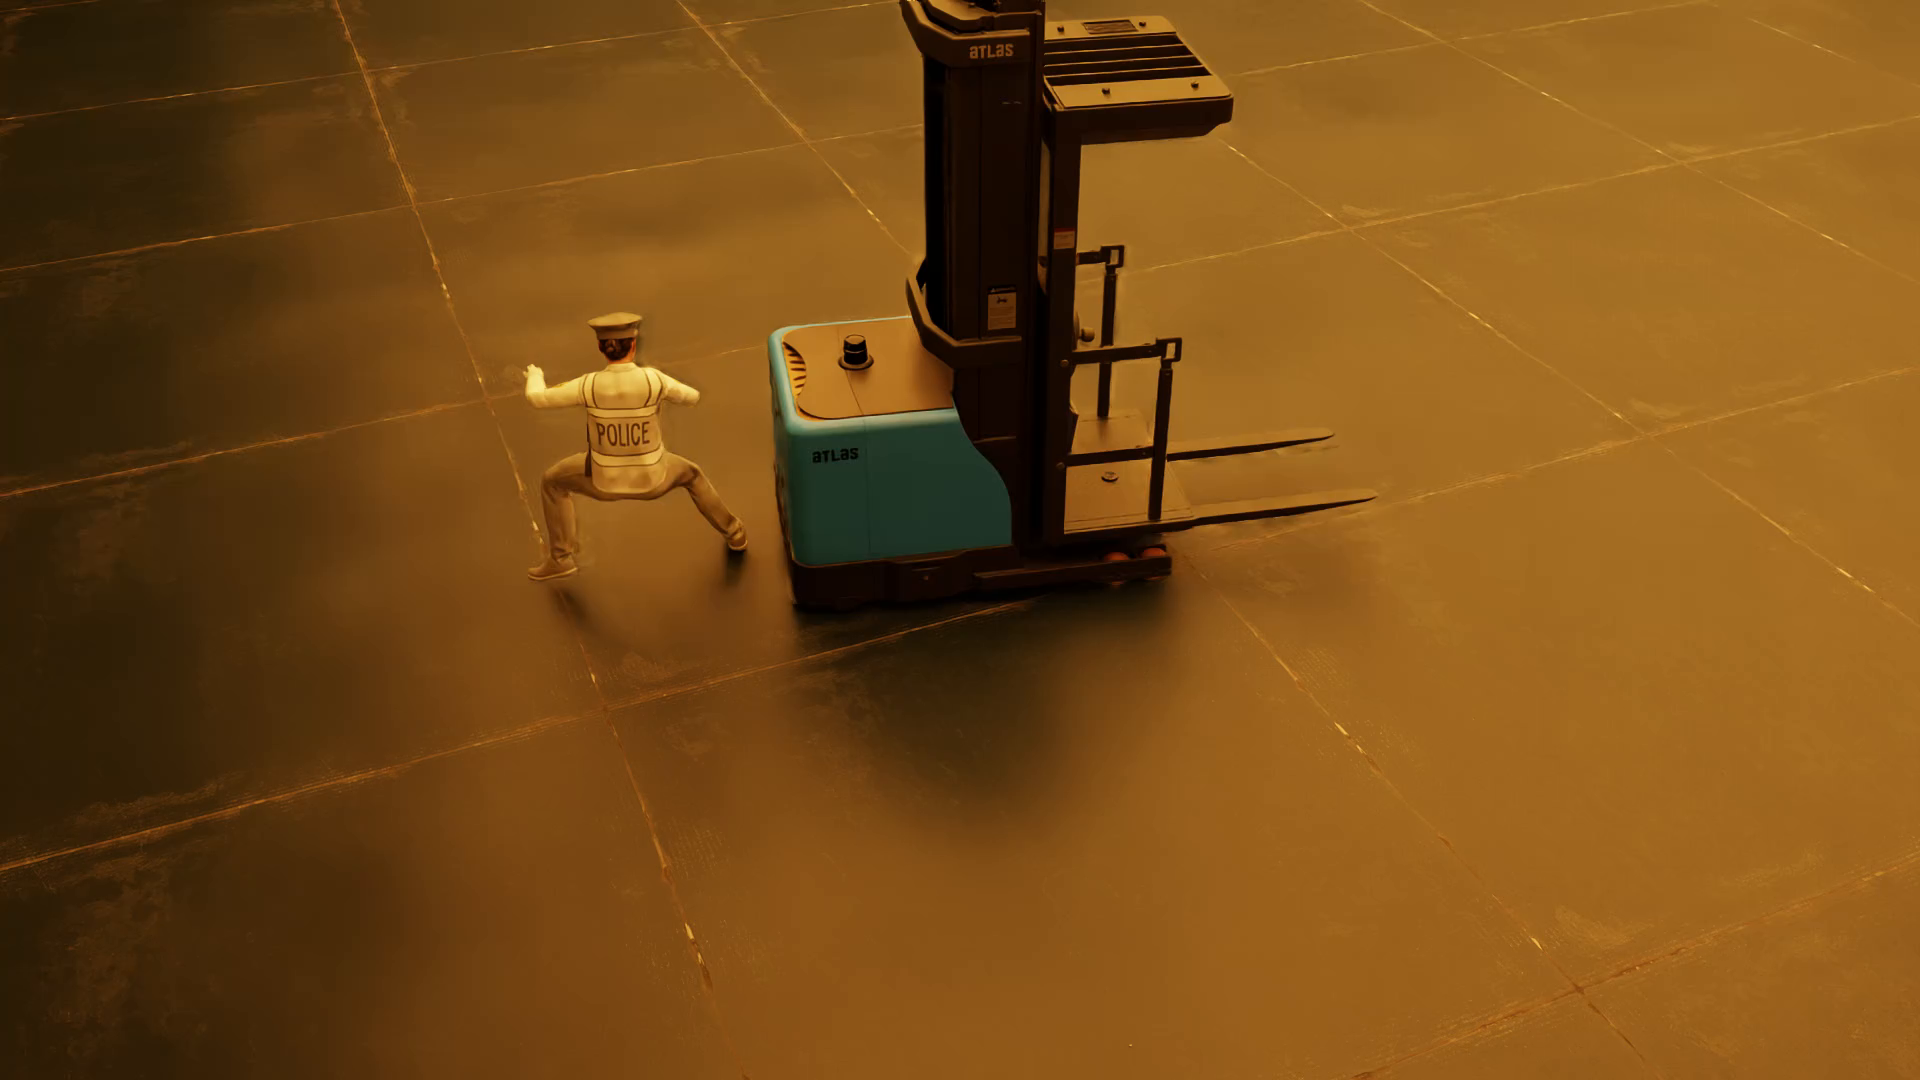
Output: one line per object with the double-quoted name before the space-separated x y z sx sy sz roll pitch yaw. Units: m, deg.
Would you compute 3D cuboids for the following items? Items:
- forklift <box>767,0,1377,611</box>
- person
"forklift" 0.599 -1.263 7.874 3.031 2.935 1.130 -6 36 -9
"person" -1.619 -0.466 7.984 1.092 1.422 0.654 -5 36 -7
